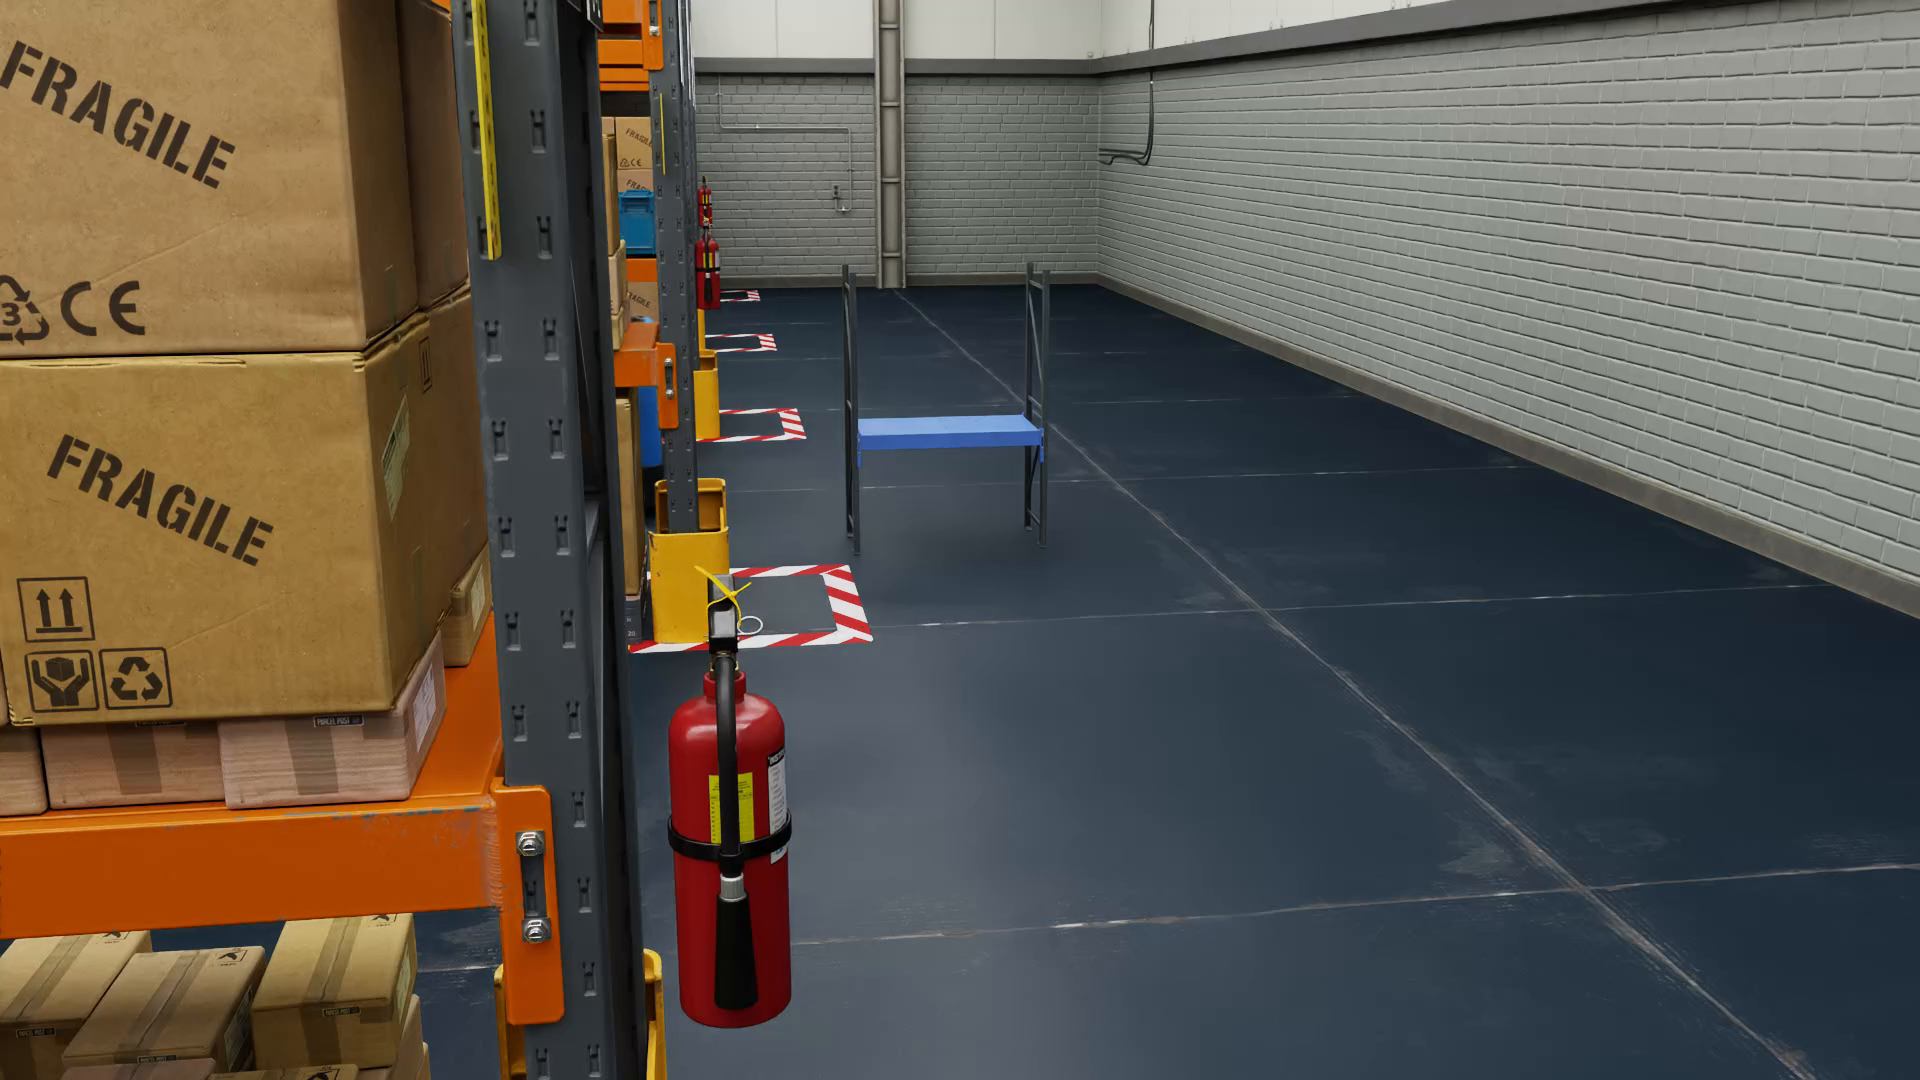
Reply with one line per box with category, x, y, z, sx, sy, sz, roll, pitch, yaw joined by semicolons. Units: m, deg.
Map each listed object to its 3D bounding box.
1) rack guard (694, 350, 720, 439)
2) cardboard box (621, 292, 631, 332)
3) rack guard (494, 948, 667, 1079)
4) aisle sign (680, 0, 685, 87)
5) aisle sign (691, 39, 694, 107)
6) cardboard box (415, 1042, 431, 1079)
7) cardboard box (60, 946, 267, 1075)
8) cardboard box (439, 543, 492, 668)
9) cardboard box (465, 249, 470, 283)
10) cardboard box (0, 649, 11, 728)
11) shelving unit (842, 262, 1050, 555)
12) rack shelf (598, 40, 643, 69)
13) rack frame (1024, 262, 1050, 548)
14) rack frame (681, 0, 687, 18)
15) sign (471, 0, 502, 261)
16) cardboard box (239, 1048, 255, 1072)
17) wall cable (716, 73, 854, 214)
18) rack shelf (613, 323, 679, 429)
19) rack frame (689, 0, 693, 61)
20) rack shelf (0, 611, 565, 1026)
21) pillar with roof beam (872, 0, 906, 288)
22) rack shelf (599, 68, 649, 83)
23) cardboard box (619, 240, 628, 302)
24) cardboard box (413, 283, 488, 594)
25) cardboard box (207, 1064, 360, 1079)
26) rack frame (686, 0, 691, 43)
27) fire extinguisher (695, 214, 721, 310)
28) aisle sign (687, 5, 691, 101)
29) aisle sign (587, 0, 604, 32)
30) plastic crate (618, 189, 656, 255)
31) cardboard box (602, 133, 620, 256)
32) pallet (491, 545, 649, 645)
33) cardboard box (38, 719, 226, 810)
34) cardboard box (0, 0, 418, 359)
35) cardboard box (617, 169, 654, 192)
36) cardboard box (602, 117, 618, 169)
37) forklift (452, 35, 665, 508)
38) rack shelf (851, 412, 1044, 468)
rack guard;-2.015;-1.119;12.657;0.348;0.500;1.175;-2;14;-8
cardboard box;-1.699;-1.081;7.883;0.250;0.149;0.380;-2;14;-8
rack guard;-0.735;1.276;3.108;0.348;0.500;1.175;-2;14;-8
aisle sign;-1.273;-2.472;7.569;0.004;0.787;0.394;-2;14;-8
aisle sign;-2.748;-4.853;17.064;0.004;0.787;0.394;-2;14;-8
cardboard box;-1.226;1.181;3.342;0.250;0.149;0.380;-2;14;-7
cardboard box;-1.484;0.927;3.133;0.250;0.149;0.380;-2;14;-7
cardboard box;-1.029;0.115;3.113;0.250;0.149;0.380;-2;14;-9
cardboard box;-2.241;-1.108;7.172;0.500;0.250;0.500;-2;14;-9
cardboard box;-1.576;-0.037;2.385;0.500;0.500;0.500;-2;14;-9
shelving unit;-0.084;-0.724;9.027;1.048;1.500;0.538;-2;14;-8
rack shelf;-4.015;-3.361;11.771;4.000;0.370;1.077;-2;14;-8
rack frame;0.418;-0.743;9.101;0.032;1.500;0.500;-2;14;-8
rack frame;-2.037;-5.238;11.608;0.127;3.000;1.000;-2;14;-8
sign;-0.597;-0.520;2.100;0.005;0.325;0.100;-2;14;-8
cardboard box;-1.496;1.049;3.260;0.250;0.149;0.380;-2;14;-9
wall cable;-2.388;-5.478;22.808;1.851;1.984;0.084;-2;14;-8
rack shelf;-3.277;-0.715;7.385;4.000;0.370;1.077;-2;14;-8
rack frame;-3.513;-7.621;21.110;0.127;3.000;1.000;-2;14;-8
rack shelf;-2.638;0.482;2.613;4.000;0.370;1.077;-2;14;-8
pillar with roof beam;-0.331;-6.891;18.201;0.400;9.000;9.100;-2;14;-8
rack shelf;-4.749;-4.553;16.523;4.000;0.370;1.077;-2;14;-8
cardboard box;-1.814;-1.255;7.758;0.500;0.250;0.500;-2;14;-10
cardboard box;-1.145;-0.183;2.967;0.500;0.500;0.500;-1;14;-6
cardboard box;-1.146;1.031;2.719;0.250;0.149;0.380;-2;14;-8
rack frame;-2.771;-6.429;16.359;0.127;3.000;1.000;-2;14;-8
fire extinguisher;-1.820;-2.006;11.978;0.183;0.674;0.296;-2;14;-8
aisle sign;-2.010;-3.663;12.316;0.004;0.787;0.394;-2;14;-8
aisle sign;-0.633;-1.275;2.797;0.004;0.787;0.394;-2;14;-8
plastic crate;-2.340;-2.317;12.098;0.499;0.435;0.616;-2;14;-8
cardboard box;-1.742;-1.491;7.155;0.500;0.500;0.500;-2;14;-8
pallet;-2.078;0.264;7.735;1.213;0.211;1.003;-2;14;-8
cardboard box;-1.192;0.262;2.527;0.250;0.149;0.380;-2;14;-8
cardboard box;-1.076;-0.541;2.340;0.500;0.500;0.500;-2;14;-9
cardboard box;-3.174;-3.486;16.751;0.500;0.500;0.500;-2;14;-7
cardboard box;-3.670;-3.952;16.553;0.500;0.500;0.500;-2;14;-7
forklift;-3.300;-1.602;9.585;3.031;2.935;1.130;-3;14;-10
rack shelf;-0.084;-0.550;9.071;1.000;0.185;0.538;-2;14;-8
